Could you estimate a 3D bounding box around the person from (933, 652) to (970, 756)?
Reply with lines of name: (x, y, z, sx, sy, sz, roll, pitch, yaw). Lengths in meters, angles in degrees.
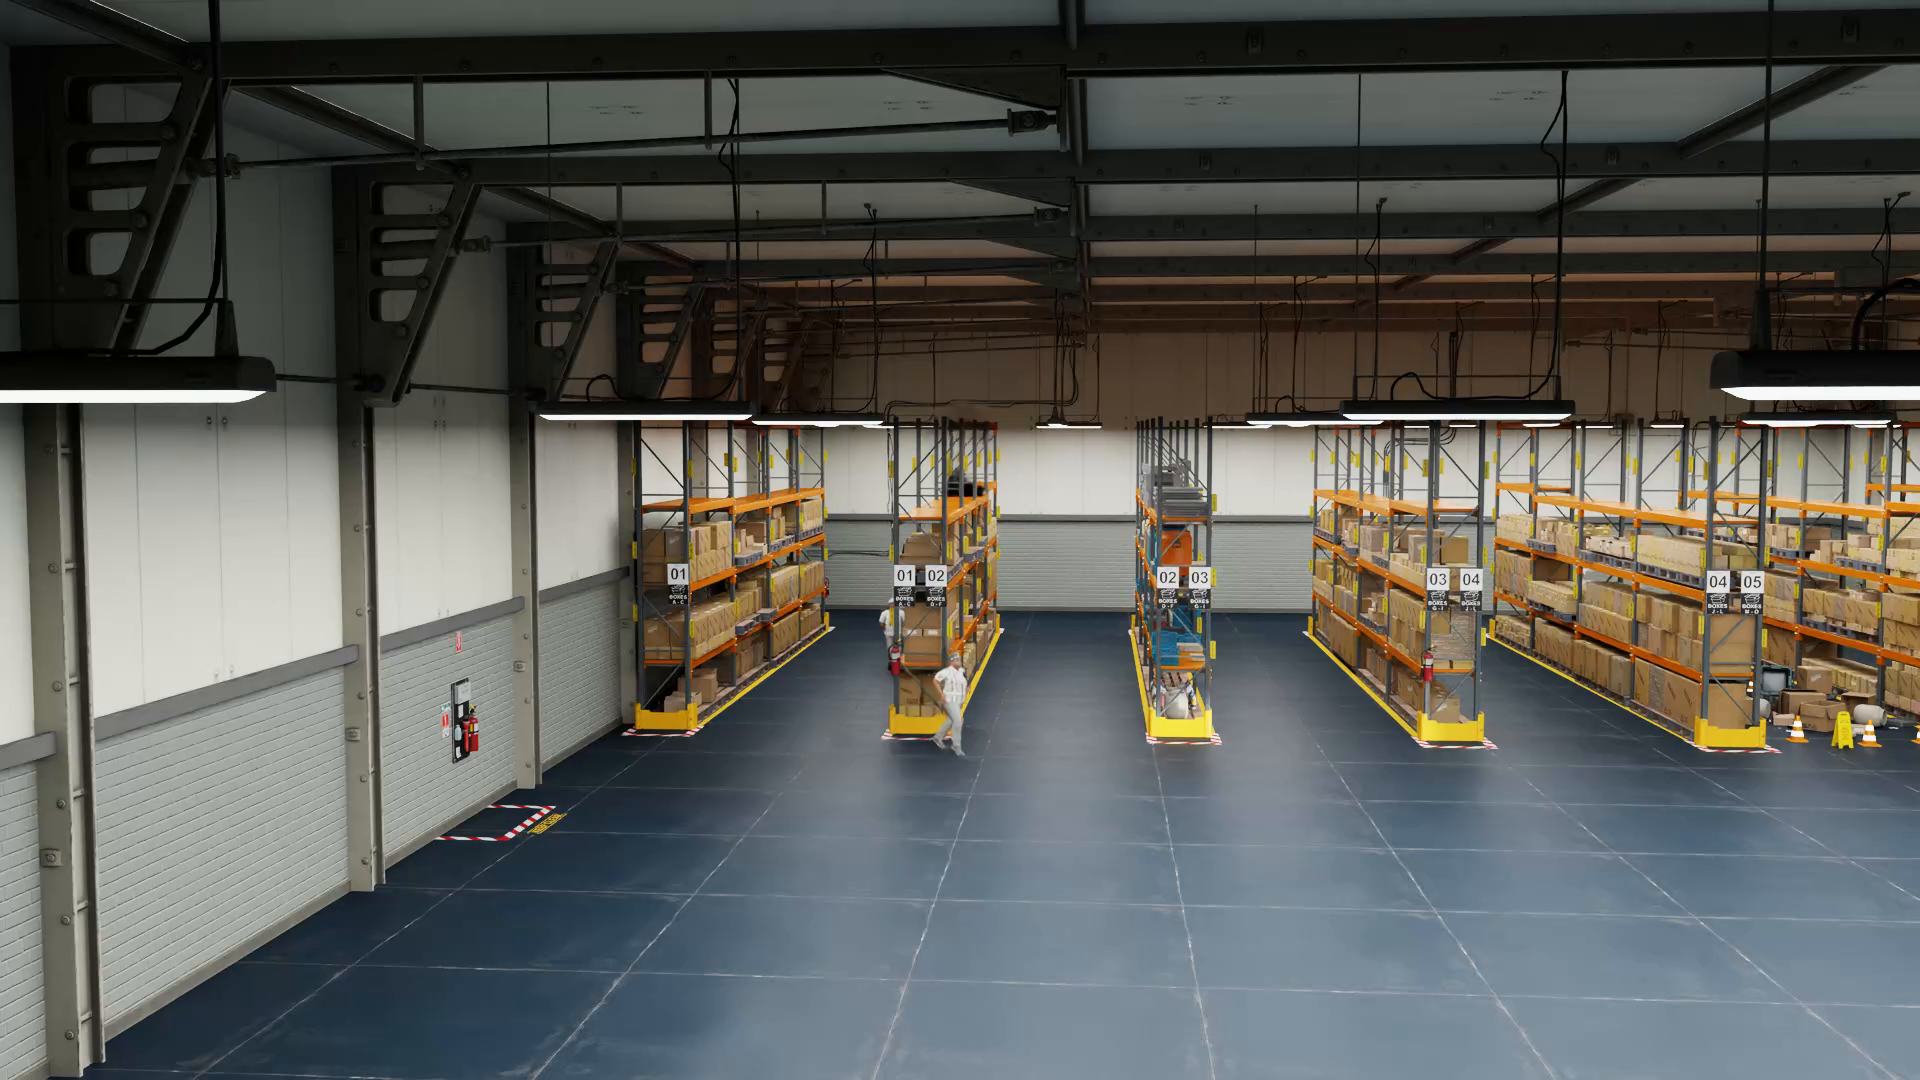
person: (-0.131, 2.907, 29.711, 0.777, 1.843, 0.661, 3, 4, 34)

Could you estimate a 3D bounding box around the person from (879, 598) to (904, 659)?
person: (-1.590, 2.255, 39.709, 0.686, 1.720, 0.593, 0, 4, -3)

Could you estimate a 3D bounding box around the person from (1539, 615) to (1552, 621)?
person: (16.966, 1.733, 48.001, 0.579, 1.727, 0.658, -1, 4, -21)
